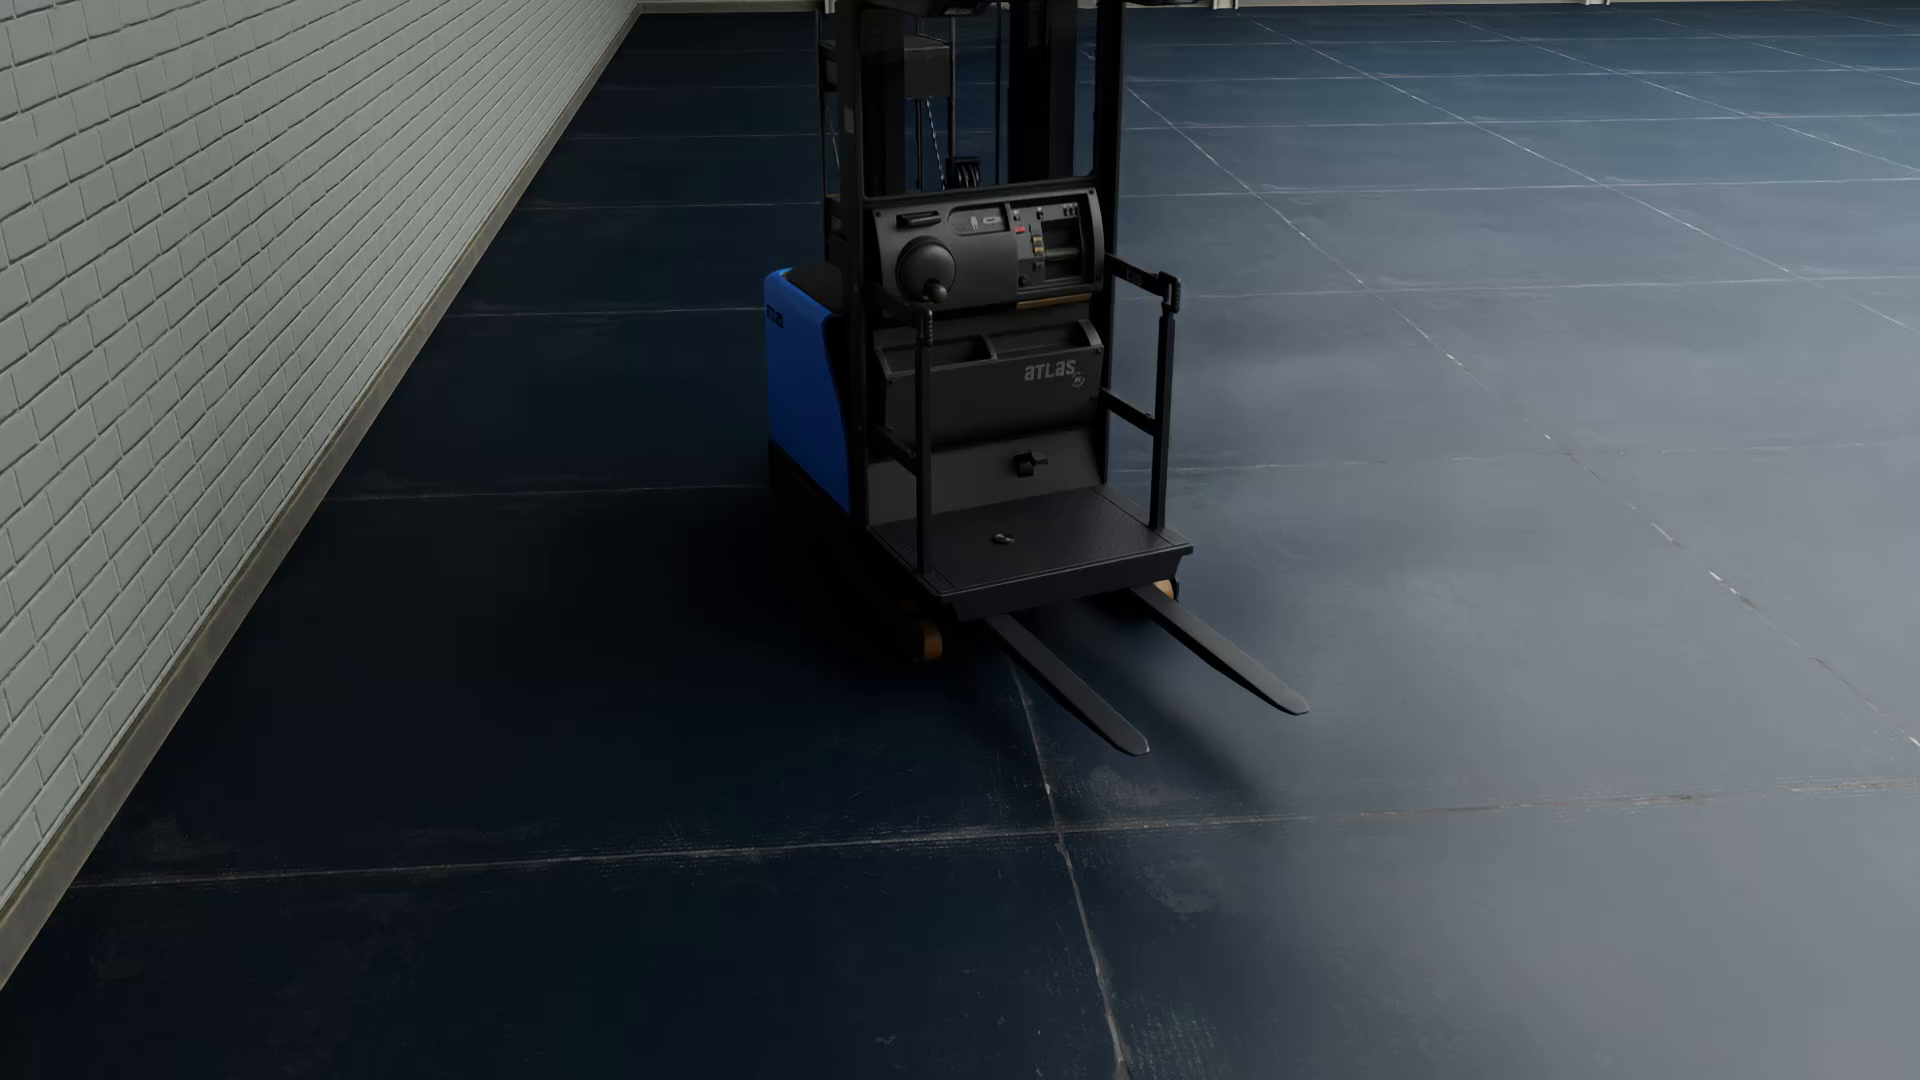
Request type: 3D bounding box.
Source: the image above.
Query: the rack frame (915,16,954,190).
[{"bbox_3d":[-0.115,-1.426,7.872,0.015,2.100,0.400,-11,26,-23],"label":"rack frame"}]

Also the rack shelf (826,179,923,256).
[{"bbox_3d":[-0.337,-1.372,7.784,0.480,0.518,0.431,-11,26,-23],"label":"rack shelf"}]

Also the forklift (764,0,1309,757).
[{"bbox_3d":[0.206,-1.078,6.066,1.130,2.935,3.031,-11,26,-23],"label":"forklift"}]

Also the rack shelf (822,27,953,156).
[{"bbox_3d":[-0.337,-2.011,7.500,0.480,0.518,0.431,-11,26,-23],"label":"rack shelf"}]

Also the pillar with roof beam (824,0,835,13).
[{"bbox_3d":[-1.445,-10.428,19.631,0.400,9.000,9.100,-2,24,-5],"label":"pillar with roof beam"}]

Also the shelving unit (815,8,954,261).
[{"bbox_3d":[-0.337,-1.384,7.779,0.503,2.100,0.431,-11,26,-23],"label":"shelving unit"}]

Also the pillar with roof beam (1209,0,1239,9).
[{"bbox_3d":[4.526,-10.667,20.170,0.400,9.000,9.100,-2,24,-5],"label":"pillar with roof beam"}]

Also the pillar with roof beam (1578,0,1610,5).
[{"bbox_3d":[10.497,-10.907,20.709,0.400,9.000,9.100,-2,24,-5],"label":"pillar with roof beam"}]

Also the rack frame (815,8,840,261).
[{"bbox_3d":[-0.558,-1.342,7.685,0.015,2.100,0.400,-11,26,-23],"label":"rack frame"}]
